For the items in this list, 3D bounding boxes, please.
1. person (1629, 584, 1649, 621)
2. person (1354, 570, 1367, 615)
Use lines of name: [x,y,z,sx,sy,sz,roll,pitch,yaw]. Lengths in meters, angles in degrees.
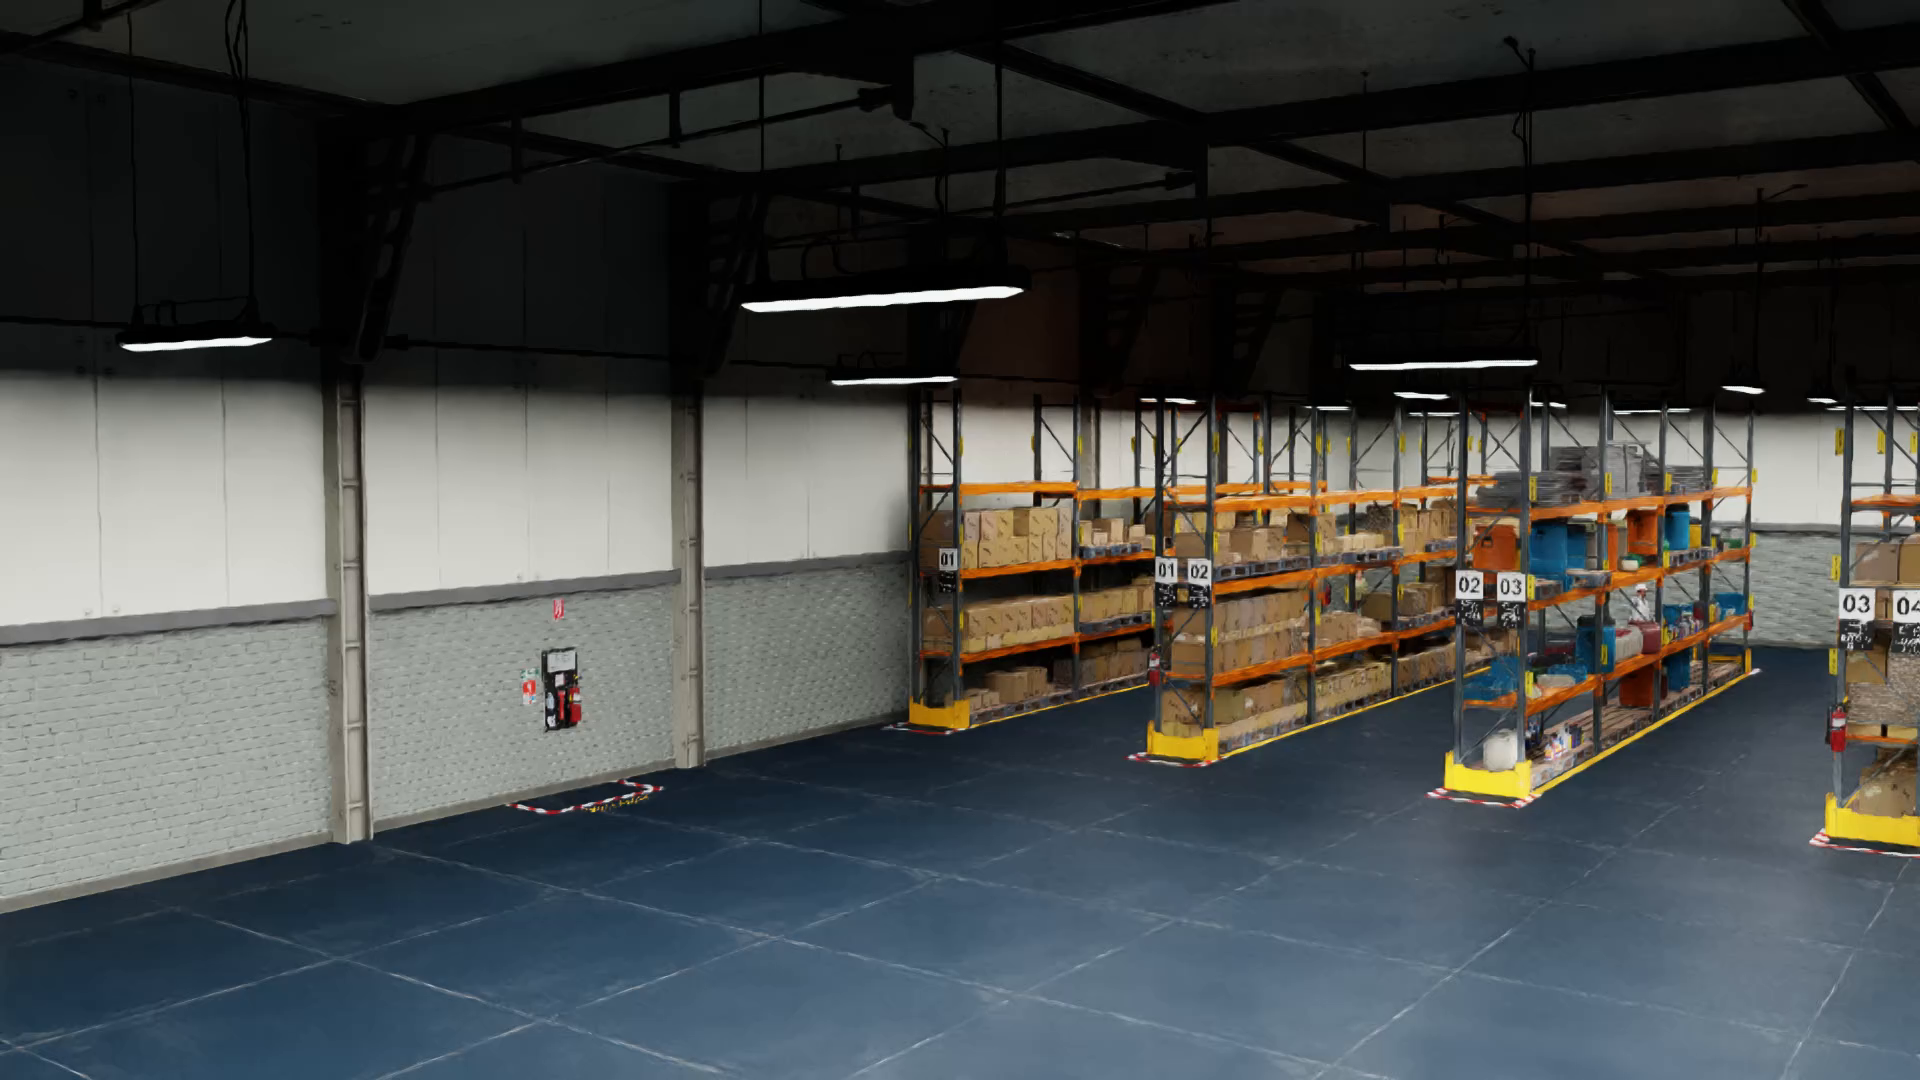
person: [15.797,1.900,38.666,0.616,1.778,0.428,-2,4,-32]
person: [10.941,1.594,45.585,0.485,1.621,0.938,1,3,9]
